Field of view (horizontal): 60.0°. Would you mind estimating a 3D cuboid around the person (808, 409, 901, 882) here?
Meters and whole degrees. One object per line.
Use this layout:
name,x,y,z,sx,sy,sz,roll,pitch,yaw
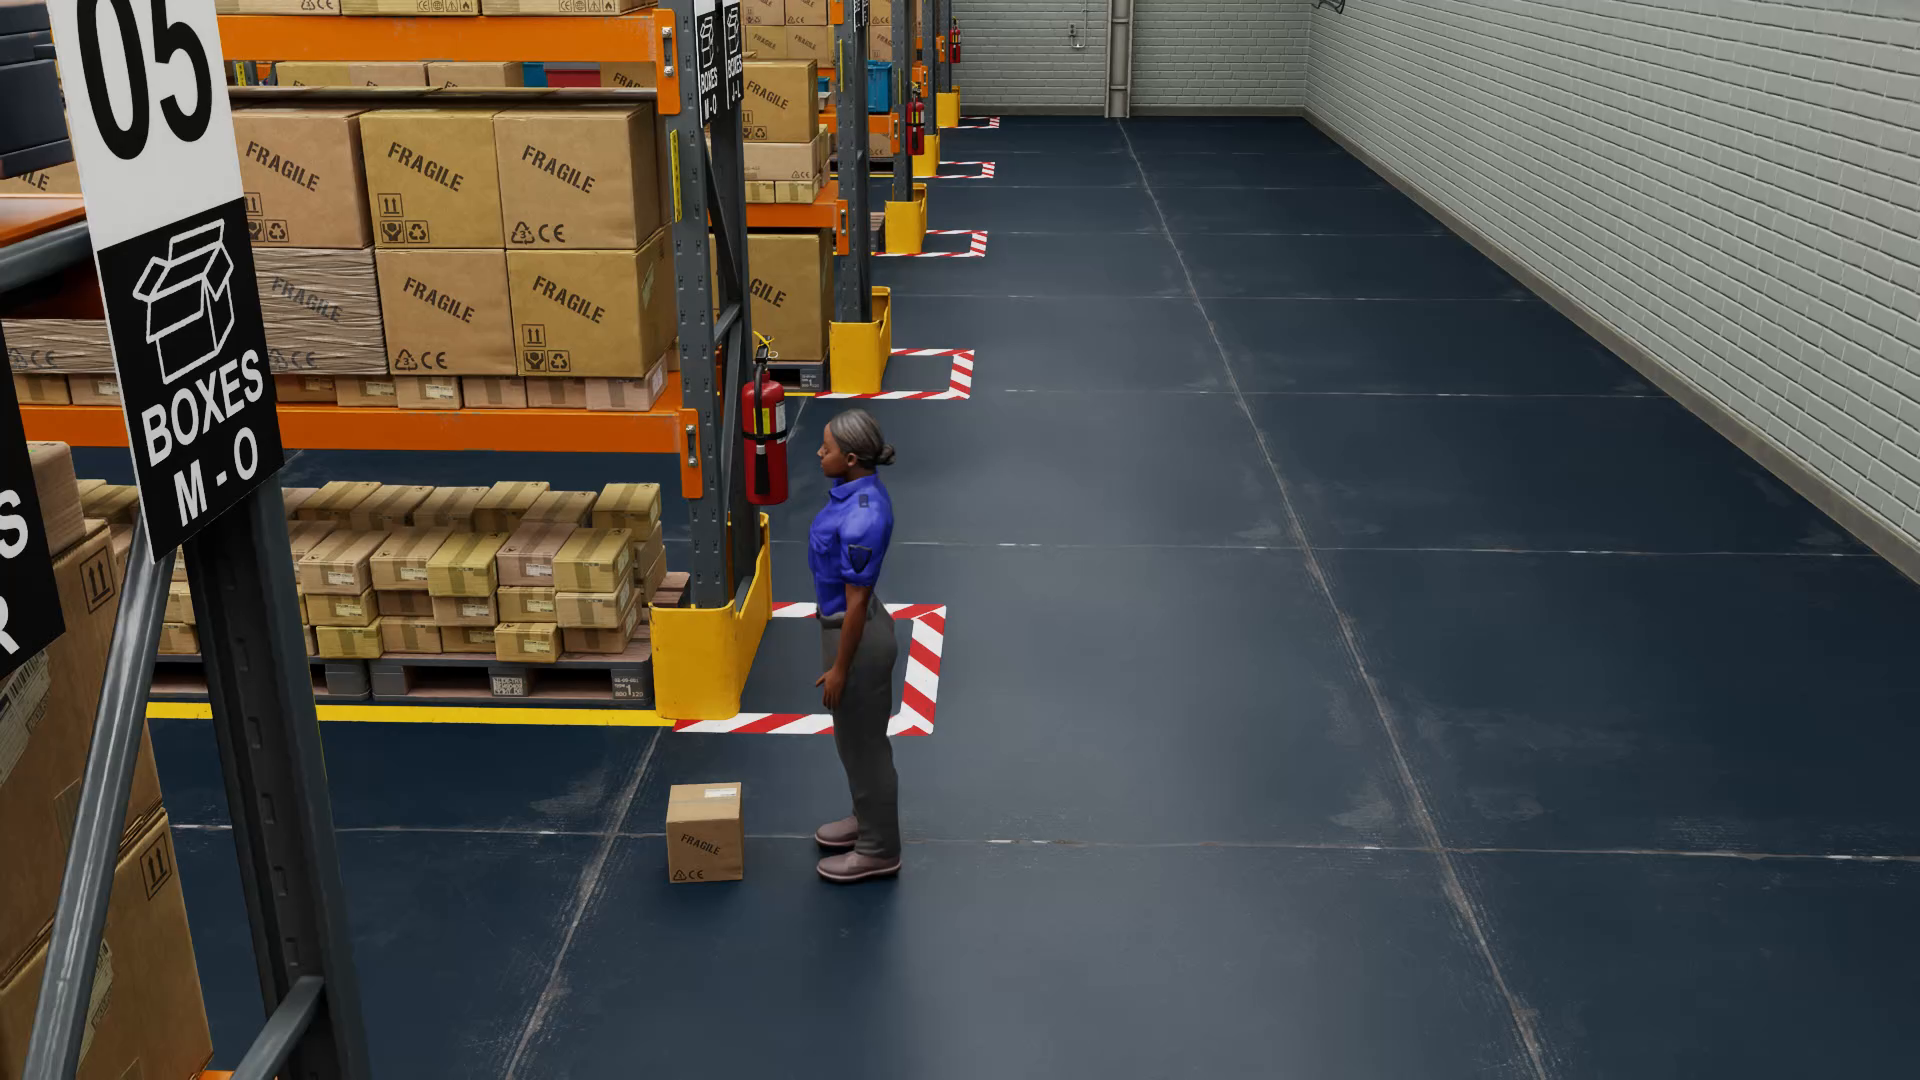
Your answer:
person,-0.362,0.355,5.618,0.306,1.660,0.446,-2,21,-4
